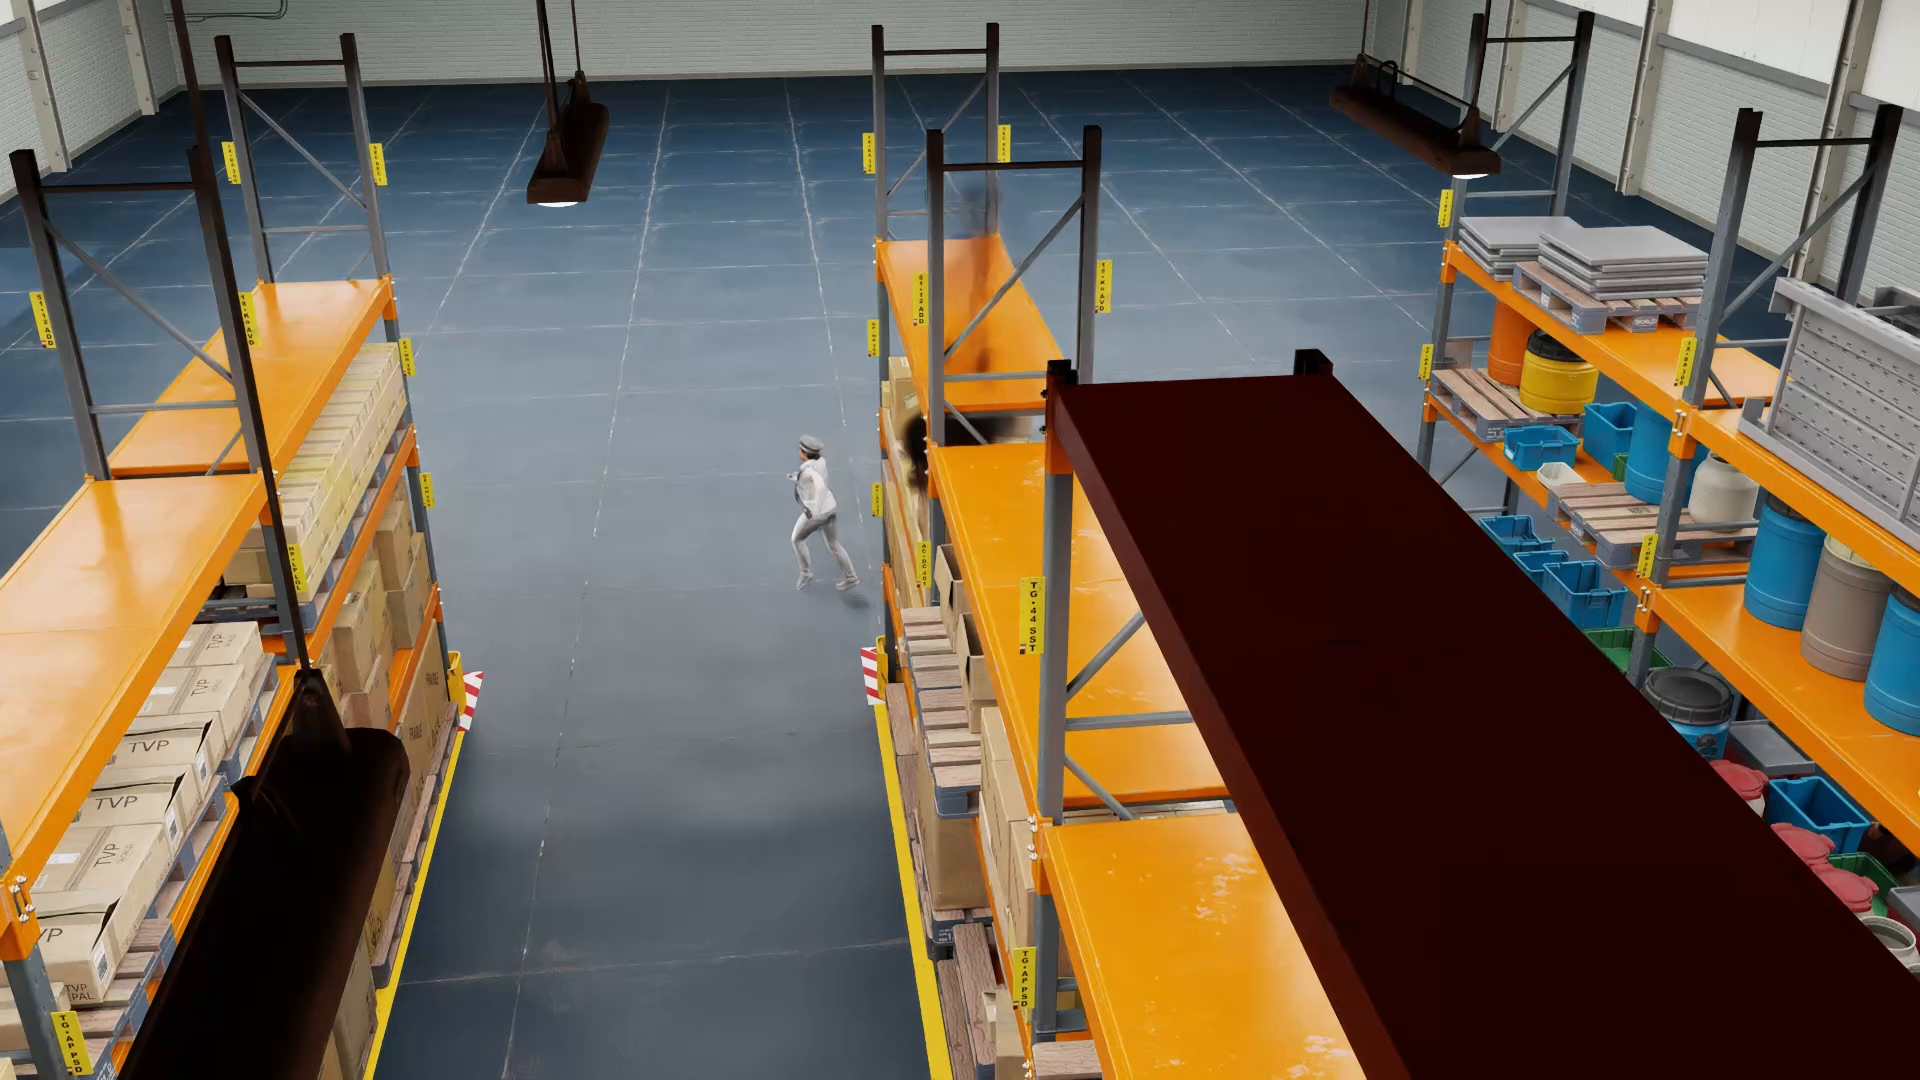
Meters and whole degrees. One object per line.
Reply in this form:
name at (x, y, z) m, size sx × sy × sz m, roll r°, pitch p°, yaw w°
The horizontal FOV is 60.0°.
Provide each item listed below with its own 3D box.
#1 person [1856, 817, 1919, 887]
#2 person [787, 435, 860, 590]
person at (6.822, 2.128, 11.999) m, size 0.712 × 1.776 × 0.954 m, roll -9°, pitch 27°, yaw -18°
person at (-1.422, -0.227, 17.072) m, size 0.816 × 1.747 × 0.593 m, roll 13°, pitch 29°, yaw 26°
